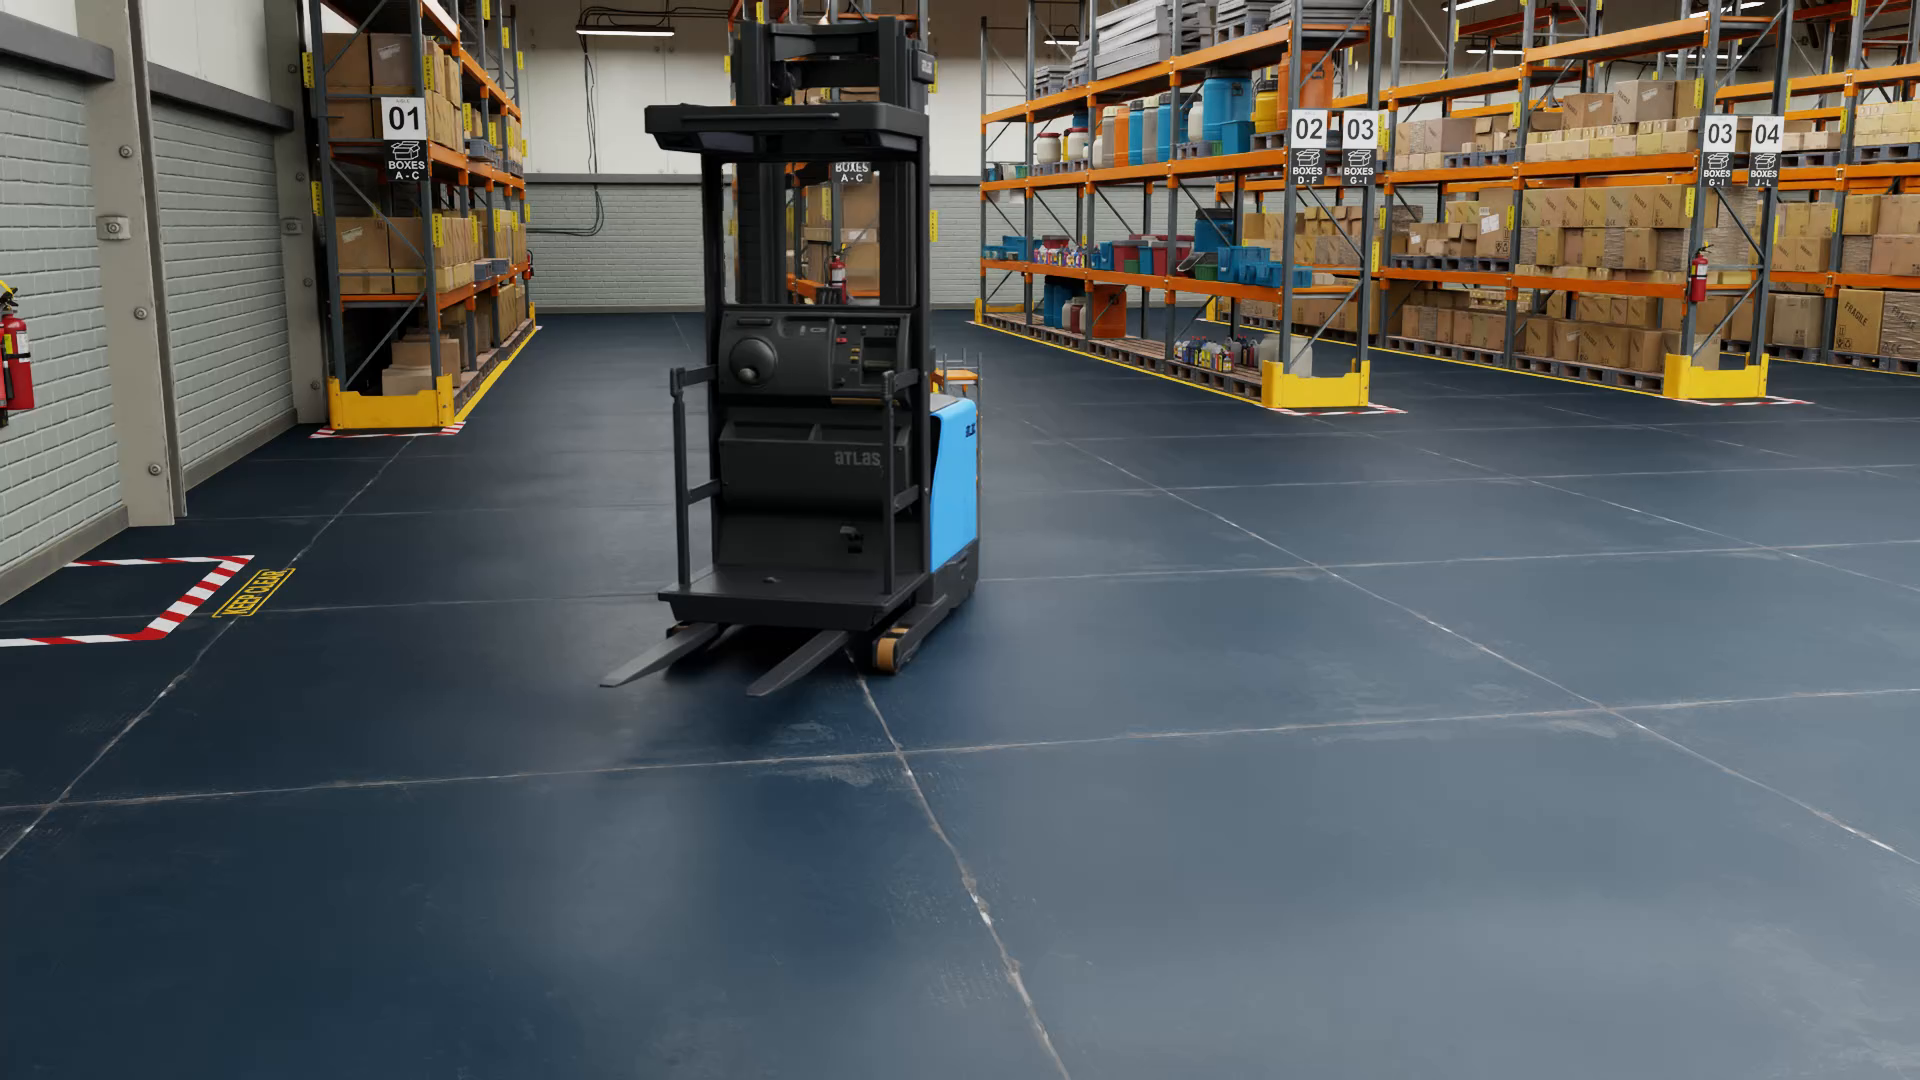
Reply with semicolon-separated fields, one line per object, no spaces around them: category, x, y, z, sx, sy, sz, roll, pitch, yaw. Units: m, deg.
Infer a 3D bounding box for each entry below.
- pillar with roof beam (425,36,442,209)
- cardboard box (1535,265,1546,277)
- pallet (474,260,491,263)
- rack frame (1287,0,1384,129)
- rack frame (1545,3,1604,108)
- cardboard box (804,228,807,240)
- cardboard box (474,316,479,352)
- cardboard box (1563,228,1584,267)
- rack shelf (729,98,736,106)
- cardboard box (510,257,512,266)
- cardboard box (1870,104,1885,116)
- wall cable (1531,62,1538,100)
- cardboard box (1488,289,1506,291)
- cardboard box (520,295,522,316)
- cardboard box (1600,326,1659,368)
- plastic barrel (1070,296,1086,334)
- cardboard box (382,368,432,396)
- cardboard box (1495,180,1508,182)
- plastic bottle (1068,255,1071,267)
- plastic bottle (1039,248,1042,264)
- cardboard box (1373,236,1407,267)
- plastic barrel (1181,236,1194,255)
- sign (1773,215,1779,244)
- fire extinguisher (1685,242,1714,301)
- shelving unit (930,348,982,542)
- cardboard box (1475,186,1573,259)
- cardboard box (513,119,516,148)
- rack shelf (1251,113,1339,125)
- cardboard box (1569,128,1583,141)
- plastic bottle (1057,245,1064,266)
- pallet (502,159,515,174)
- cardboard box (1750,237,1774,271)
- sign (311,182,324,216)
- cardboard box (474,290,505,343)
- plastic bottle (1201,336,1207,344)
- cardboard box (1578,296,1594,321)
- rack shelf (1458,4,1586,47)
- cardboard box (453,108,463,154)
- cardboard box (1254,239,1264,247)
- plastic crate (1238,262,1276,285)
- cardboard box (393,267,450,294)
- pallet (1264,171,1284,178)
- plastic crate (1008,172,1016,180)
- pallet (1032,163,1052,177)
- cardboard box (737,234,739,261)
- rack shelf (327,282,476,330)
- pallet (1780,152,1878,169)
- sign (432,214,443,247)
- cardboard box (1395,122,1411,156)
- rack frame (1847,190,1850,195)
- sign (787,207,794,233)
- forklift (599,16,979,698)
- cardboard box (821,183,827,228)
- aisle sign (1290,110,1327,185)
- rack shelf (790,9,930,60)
pillar with roof beam;-4.784;-8.010;28.713;9.100;9.000;0.400;-2;11;-11
cardboard box;7.968;-3.617;22.352;0.380;0.149;0.250;-2;11;-11
pallet;-6.819;-3.620;22.206;1.003;0.211;1.213;-2;11;-11
rack frame;4.029;-5.916;17.710;1.000;3.000;0.127;-2;11;-11
rack frame;11.439;-8.459;31.070;1.000;3.000;0.127;-2;11;-11
cardboard box;-1.746;-3.834;20.817;0.380;0.149;0.250;-2;11;-11
cardboard box;-7.067;-2.835;23.078;0.700;0.500;0.500;-2;11;-11
cardboard box;8.395;-3.812;21.638;0.875;0.500;0.500;-2;11;-11
rack shelf;-3.553;-7.949;30.326;1.077;0.370;4.000;-2;11;-11
cardboard box;-7.607;-4.599;27.453;0.380;0.149;0.250;-2;11;-10
cardboard box;12.783;-5.916;22.881;0.380;0.149;0.250;-2;11;-11
wall cable;14.114;-10.424;41.395;0.463;3.000;0.029;-2;11;-11
cardboard box;11.168;-5.114;34.456;0.380;0.149;0.250;-3;11;-13
cardboard box;-8.370;-4.213;30.369;0.700;0.500;0.500;-2;11;-13
cardboard box;8.530;-2.466;21.193;0.500;0.500;0.500;-1;11;-6
plastic barrel;2.142;-3.754;27.723;0.600;0.588;0.708;-2;11;-11
cardboard box;-5.735;-1.634;17.273;0.500;0.311;0.500;-3;11;-17
cardboard box;10.893;-7.177;32.759;0.500;0.250;0.500;-2;11;-12
plastic bottle;1.813;-4.568;27.207;0.097;0.201;0.097;0;11;0
plastic bottle;1.433;-4.961;29.082;0.097;0.271;0.097;0;11;0
cardboard box;6.993;-4.747;27.345;0.500;0.500;0.500;-2;11;-9
plastic barrel;3.280;-3.953;23.077;0.433;0.535;0.433;0;11;0
sign;9.420;-3.594;19.241;0.100;0.325;0.005;-2;11;-11
fire extinguisher;8.458;-3.073;19.027;0.296;0.674;0.183;-2;11;-11
shelving unit;-0.032;-0.620;10.744;0.258;1.200;0.503;-2;11;-11
cardboard box;8.092;-4.534;23.769;1.000;1.000;1.000;-2;11;-11
cardboard box;-8.094;-7.158;29.266;0.500;0.500;0.500;-2;11;-11
rack shelf;6.165;-8.114;32.252;1.077;0.370;4.000;-2;11;-11
cardboard box;8.077;-5.215;21.386;0.380;0.149;0.250;-2;11;-12
plastic bottle;1.702;-4.769;27.862;0.144;0.351;0.185;-2;11;-11
pallet;-8.171;-6.390;28.460;1.003;0.211;1.213;-2;11;-11
cardboard box;12.434;-4.365;25.339;0.500;0.500;0.500;-2;11;-10
sign;-6.237;-3.316;16.154;0.100;0.325;0.005;-2;11;-11
cardboard box;-7.259;-3.366;24.983;0.750;0.750;0.750;-2;11;-12
plastic bottle;3.143;-2.459;21.503;0.144;0.351;0.185;-2;11;-11
cardboard box;11.542;-4.152;30.051;0.500;0.500;0.500;-2;11;-10
rack shelf;11.050;-10.105;32.754;1.077;0.370;4.000;-2;11;-11
cardboard box;-6.125;-4.790;19.499;0.500;0.500;0.500;-2;11;-9
cardboard box;6.008;-5.682;32.132;0.500;0.250;0.500;-2;11;-10
plastic crate;3.518;-3.096;19.337;0.499;0.251;0.408;-2;11;-11
cardboard box;-5.472;-2.646;16.922;0.500;0.250;0.500;-2;11;-13
pallet;6.405;-6.930;31.299;1.003;0.211;1.213;-2;11;-11
plastic crate;1.075;-6.733;30.732;0.293;0.136;0.466;-2;11;-11
pallet;1.944;-6.410;28.835;1.213;0.211;1.003;-2;11;-11
cardboard box;-3.914;-5.495;31.279;0.500;0.500;0.500;-2;11;-11
rack shelf;-6.078;-2.622;18.373;1.077;0.370;4.000;-2;11;-11
pallet;12.768;-5.590;24.534;0.805;0.209;1.217;-3;11;-13
sign;-5.156;-3.053;16.401;0.100;0.325;0.005;-2;11;-11
cardboard box;7.171;-6.289;26.088;0.500;0.500;0.500;-2;11;-10
rack frame;20.365;-6.625;37.481;1.000;3.000;0.127;-2;11;-11
sign;-2.139;-4.031;20.969;0.100;0.325;0.005;-2;11;-11
forklift;-0.739;-0.913;7.653;1.130;2.935;3.031;3;11;13
cardboard box;-1.223;-3.852;19.175;0.700;0.500;0.500;-2;11;-11
aisle sign;3.752;-4.222;17.902;0.394;0.787;0.004;-2;11;-11
rack shelf;-1.219;-5.553;18.799;1.077;0.370;4.000;-2;11;-11
